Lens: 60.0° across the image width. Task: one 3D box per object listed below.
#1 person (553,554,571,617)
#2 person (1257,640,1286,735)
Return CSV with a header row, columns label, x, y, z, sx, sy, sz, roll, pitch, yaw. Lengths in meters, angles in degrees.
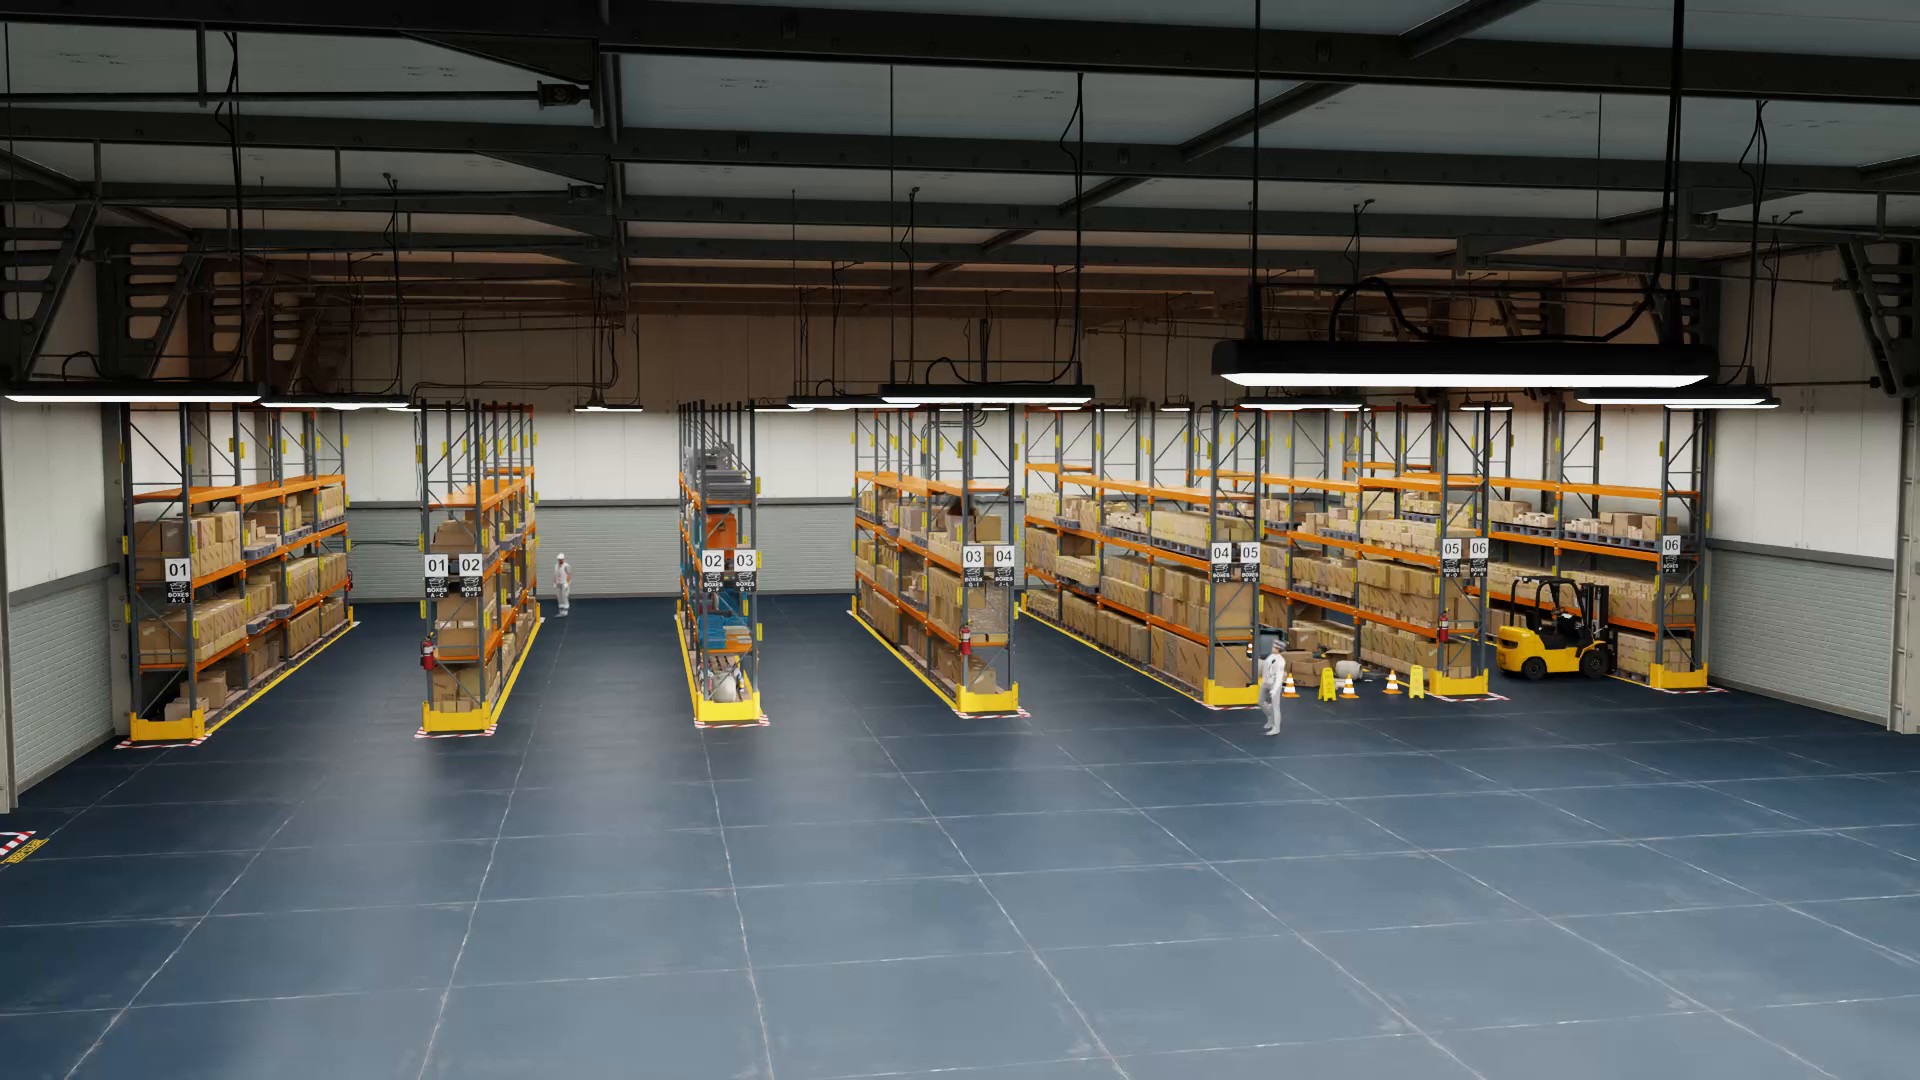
label,x,y,z,sx,sy,sz,roll,pitch,yaw
person,-11.261,1.280,46.936,0.566,1.802,0.408,2,5,25
person,5.602,2.620,29.906,0.448,1.689,0.577,-3,5,-30
